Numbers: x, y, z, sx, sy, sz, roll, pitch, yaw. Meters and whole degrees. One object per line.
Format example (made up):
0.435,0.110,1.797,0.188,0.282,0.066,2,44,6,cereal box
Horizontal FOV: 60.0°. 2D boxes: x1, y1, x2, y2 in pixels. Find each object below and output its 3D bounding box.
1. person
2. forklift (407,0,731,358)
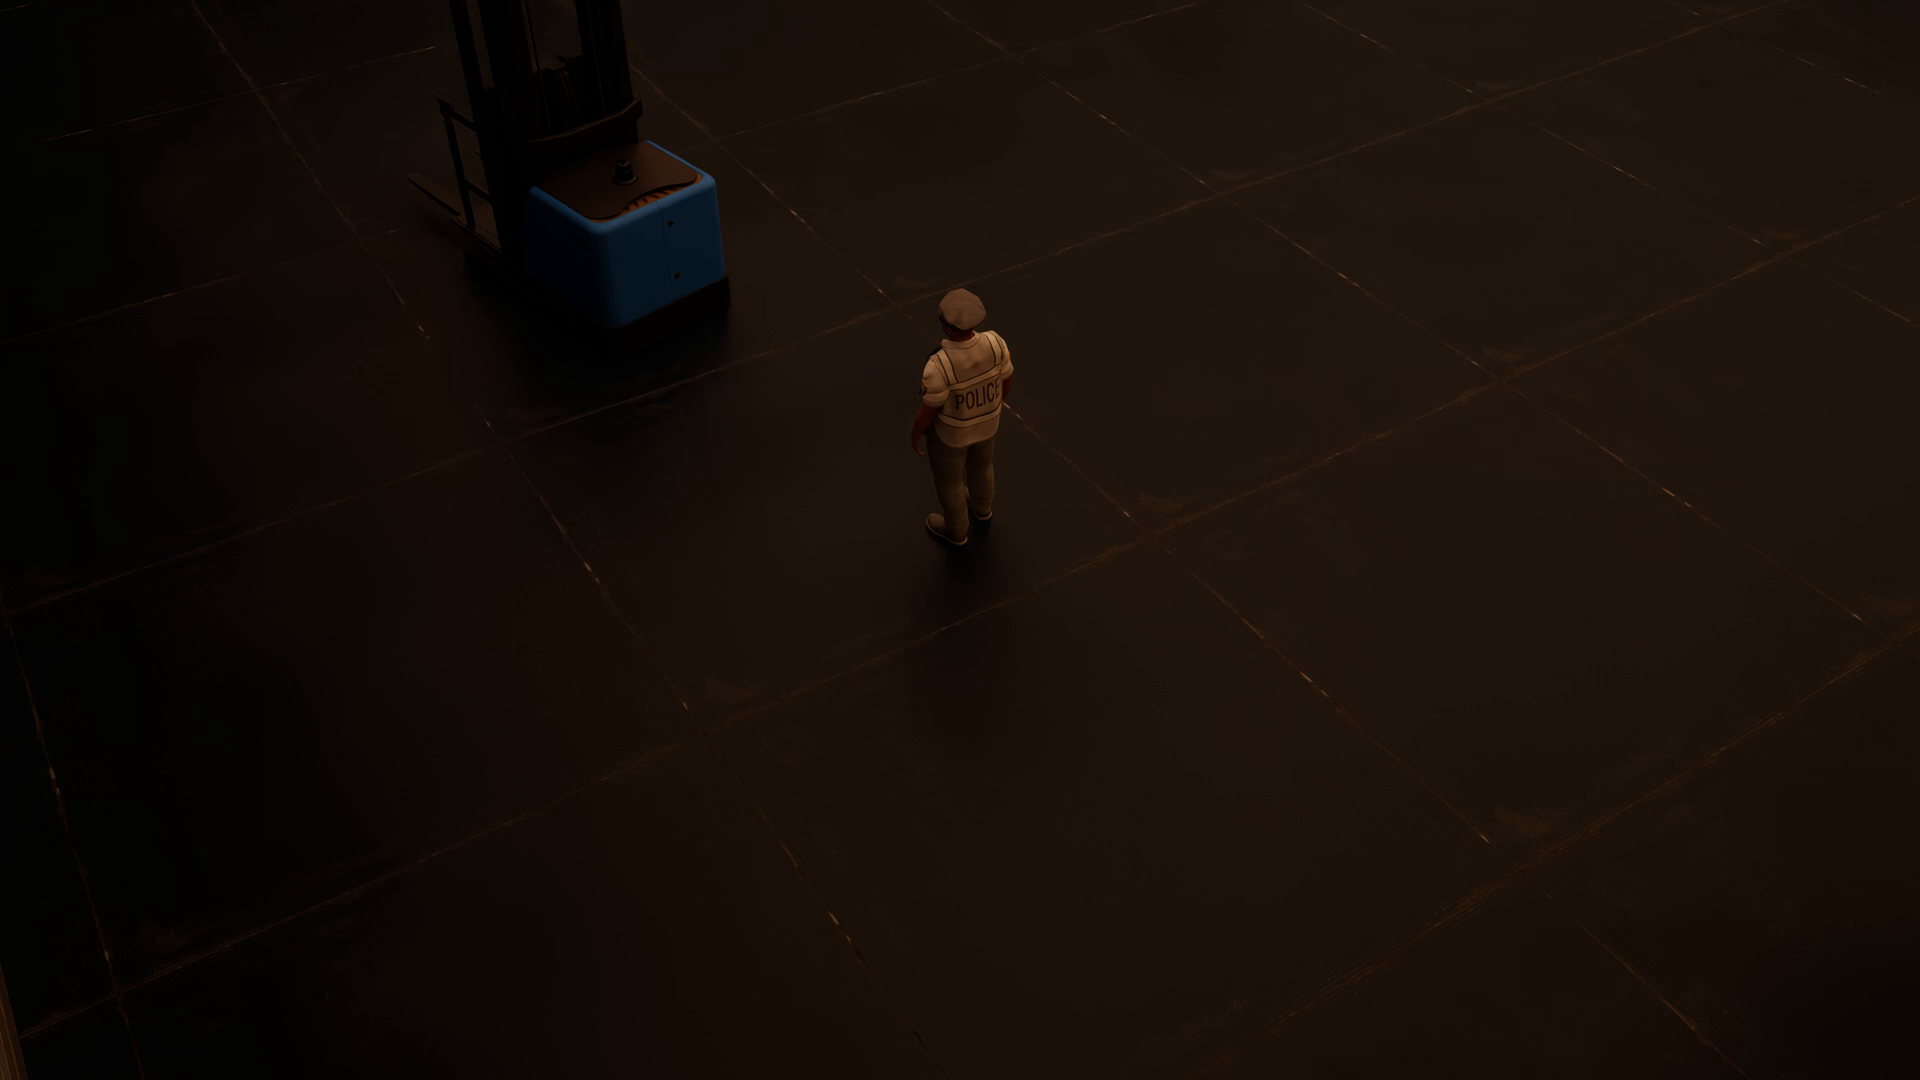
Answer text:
-0.032,-0.722,9.564,0.641,1.772,0.574,-23,46,-24,person
-3.034,-3.227,11.564,1.130,2.935,3.031,-33,51,-32,forklift
